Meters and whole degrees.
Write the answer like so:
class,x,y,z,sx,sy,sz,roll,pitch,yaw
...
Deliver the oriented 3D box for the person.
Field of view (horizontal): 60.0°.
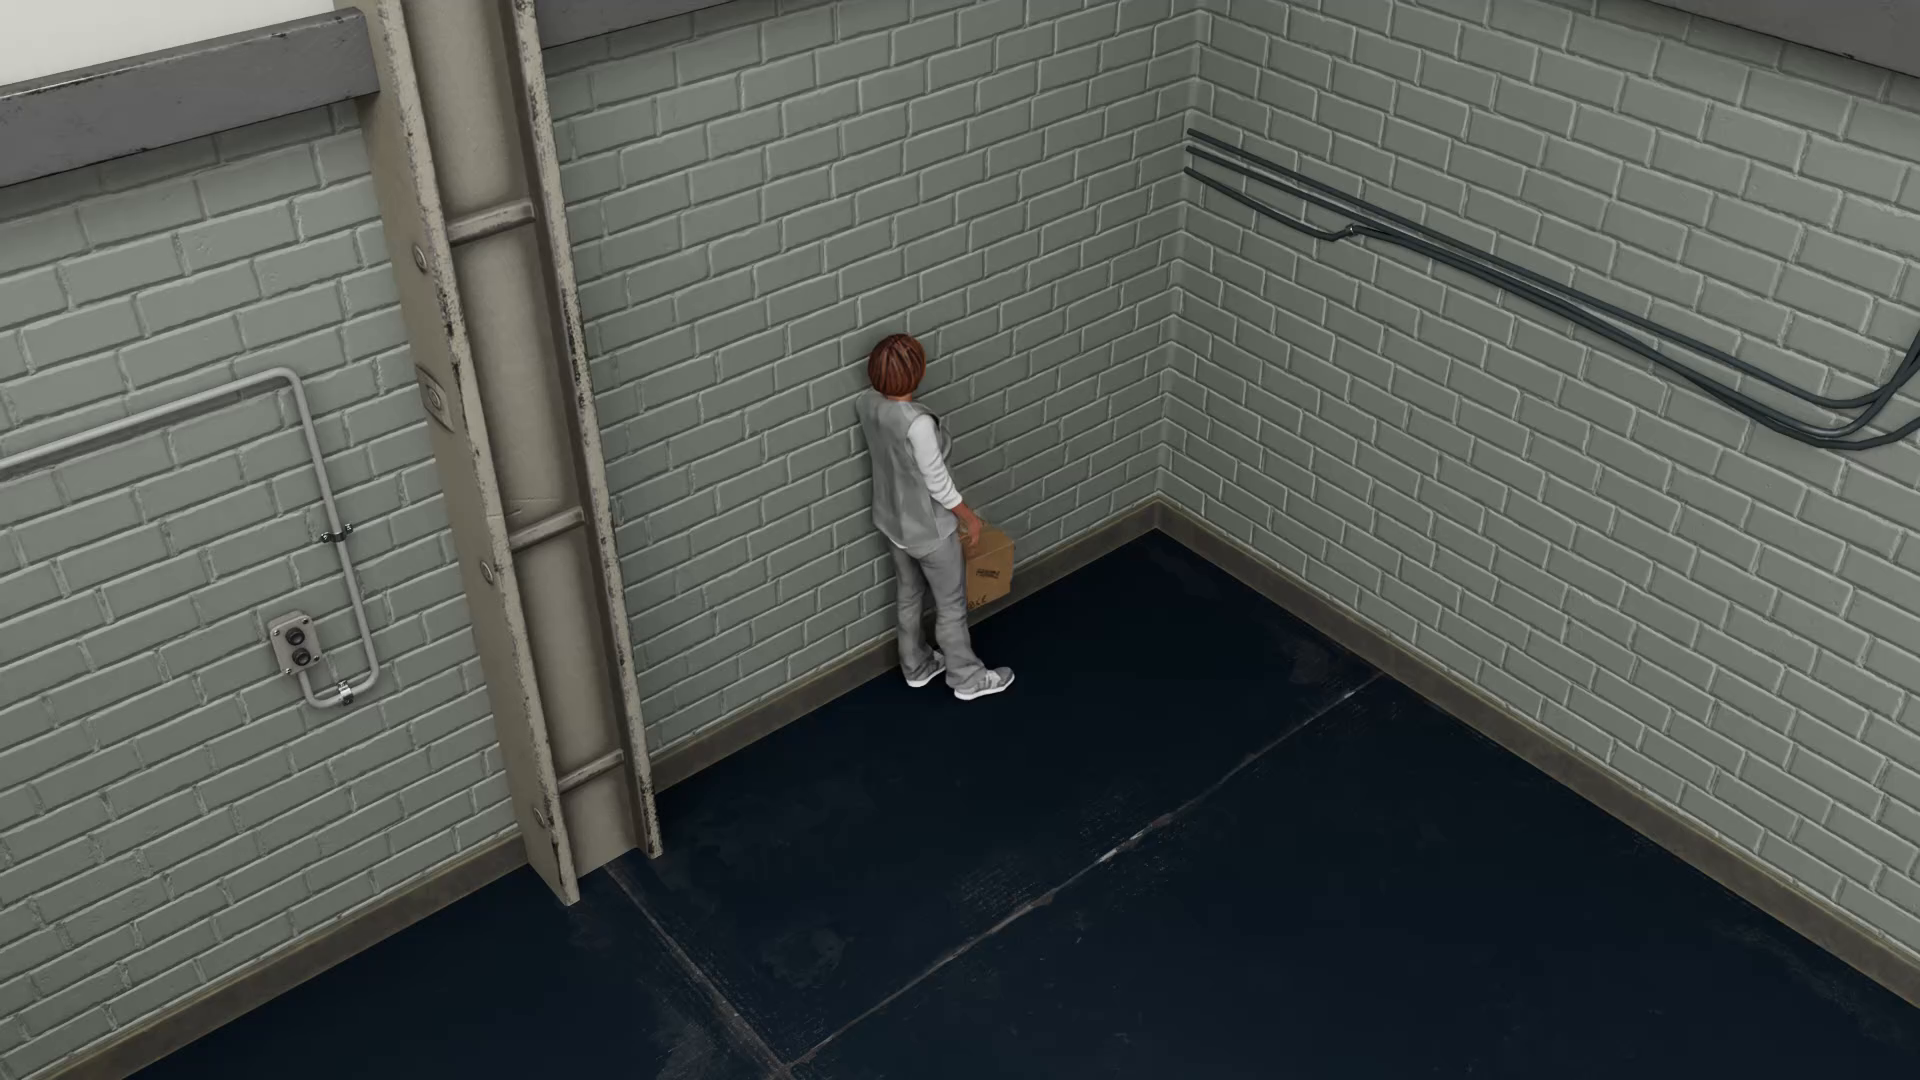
class,x,y,z,sx,sy,sz,roll,pitch,yaw
person,-0.100,-0.089,6.264,0.474,1.597,0.501,-27,44,-31
